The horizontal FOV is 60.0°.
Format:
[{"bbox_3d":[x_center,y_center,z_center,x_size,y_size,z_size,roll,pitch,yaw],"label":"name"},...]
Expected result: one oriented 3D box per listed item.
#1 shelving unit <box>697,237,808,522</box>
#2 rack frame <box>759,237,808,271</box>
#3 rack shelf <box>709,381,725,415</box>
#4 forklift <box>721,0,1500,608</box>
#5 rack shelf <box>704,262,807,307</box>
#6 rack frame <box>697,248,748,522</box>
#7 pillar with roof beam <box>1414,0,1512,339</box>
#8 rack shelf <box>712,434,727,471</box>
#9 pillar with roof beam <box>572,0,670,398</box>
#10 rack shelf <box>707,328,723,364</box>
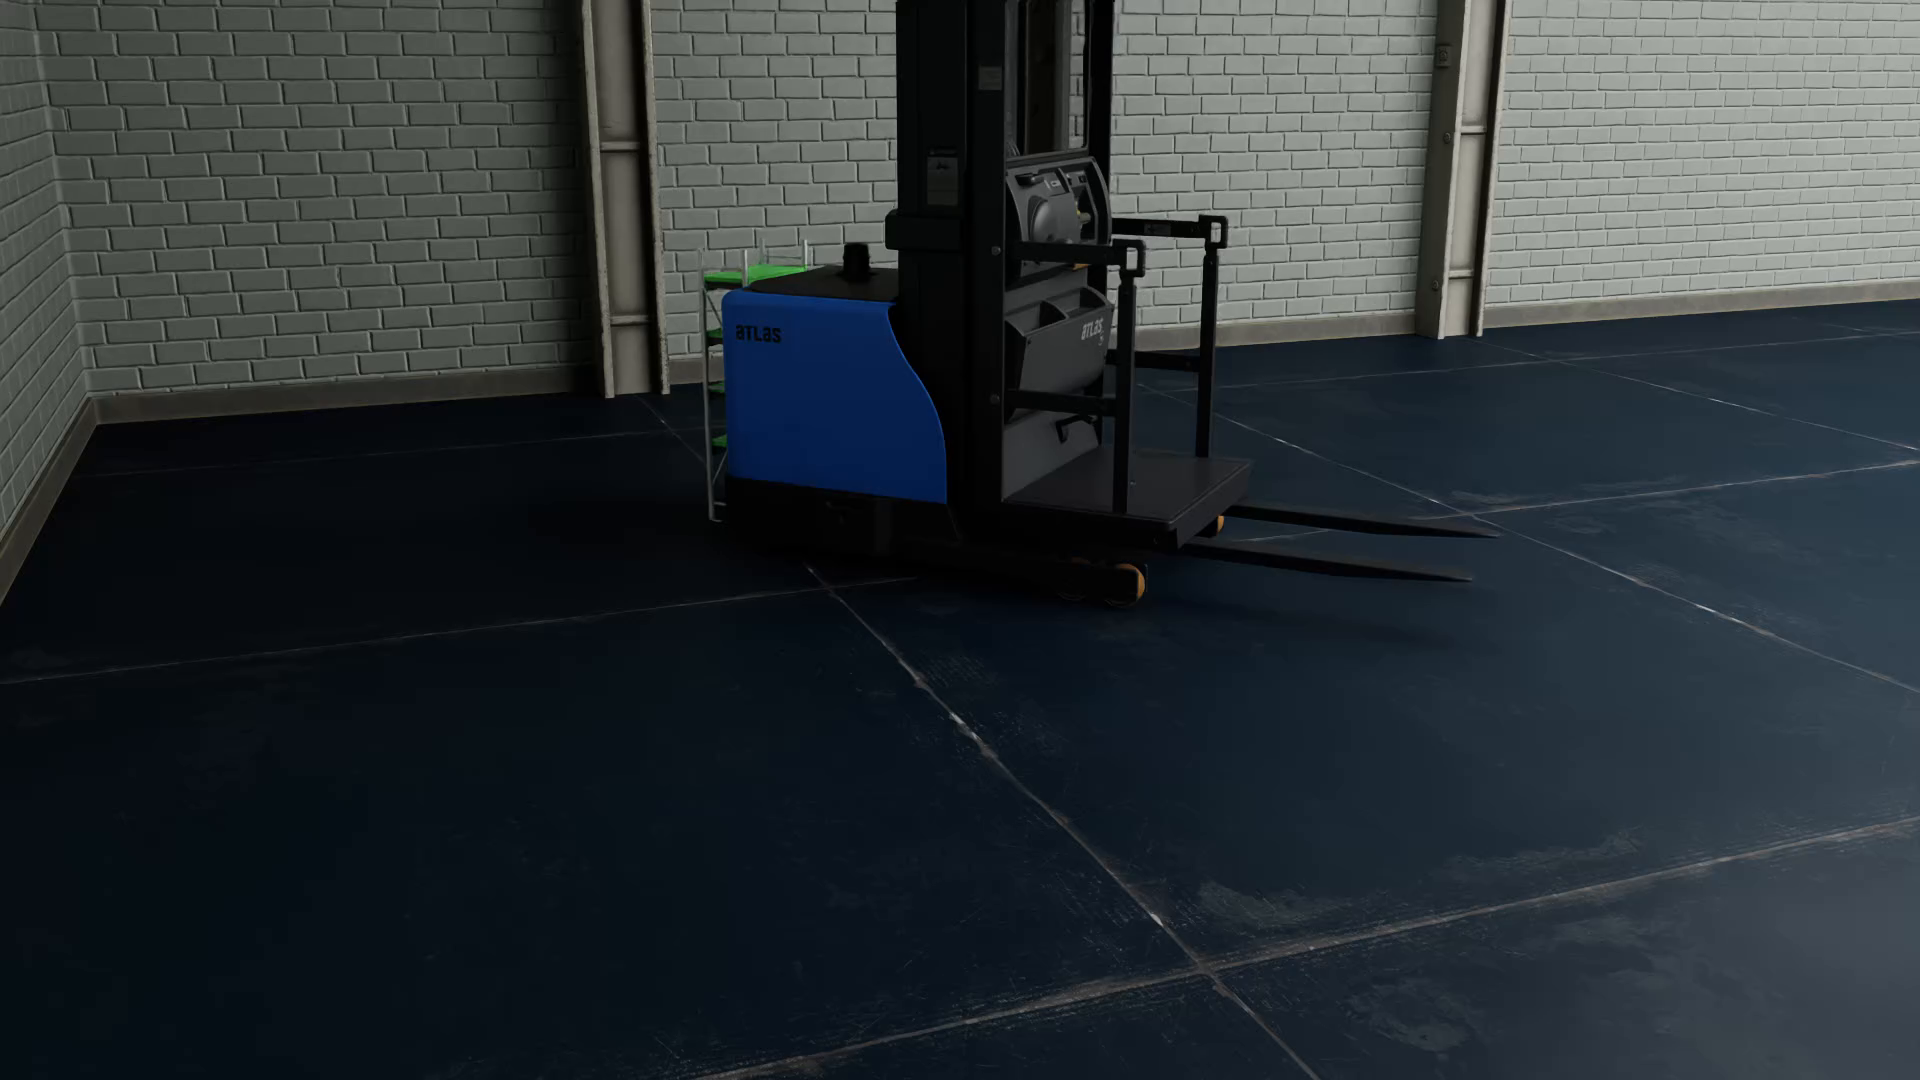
[{"bbox_3d":[-0.897,-0.711,7.389,0.258,1.200,0.503,8,18,25],"label":"shelving unit"},{"bbox_3d":[-0.791,-0.773,7.600,0.240,1.200,0.015,8,18,25],"label":"rack frame"},{"bbox_3d":[-0.897,-0.650,7.407,0.258,0.148,0.480,8,18,25],"label":"rack shelf"},{"bbox_3d":[0.573,-1.322,6.397,3.031,2.935,1.130,8,18,25],"label":"forklift"},{"bbox_3d":[-0.898,-1.110,7.272,0.258,0.148,0.480,8,18,25],"label":"rack shelf"},{"bbox_3d":[-1.003,-0.649,7.178,0.240,1.200,0.015,8,18,25],"label":"rack frame"},{"bbox_3d":[5.136,-4.704,7.144,0.400,9.000,9.100,-6,17,-20],"label":"pillar with roof beam"},{"bbox_3d":[-0.897,-0.419,7.474,0.258,0.148,0.480,8,18,25],"label":"rack shelf"},{"bbox_3d":[-0.467,-4.099,5.084,0.400,9.000,9.100,-6,17,-20],"label":"pillar with roof beam"},{"bbox_3d":[-0.897,-0.880,7.339,0.258,0.148,0.480,8,18,25],"label":"rack shelf"}]
